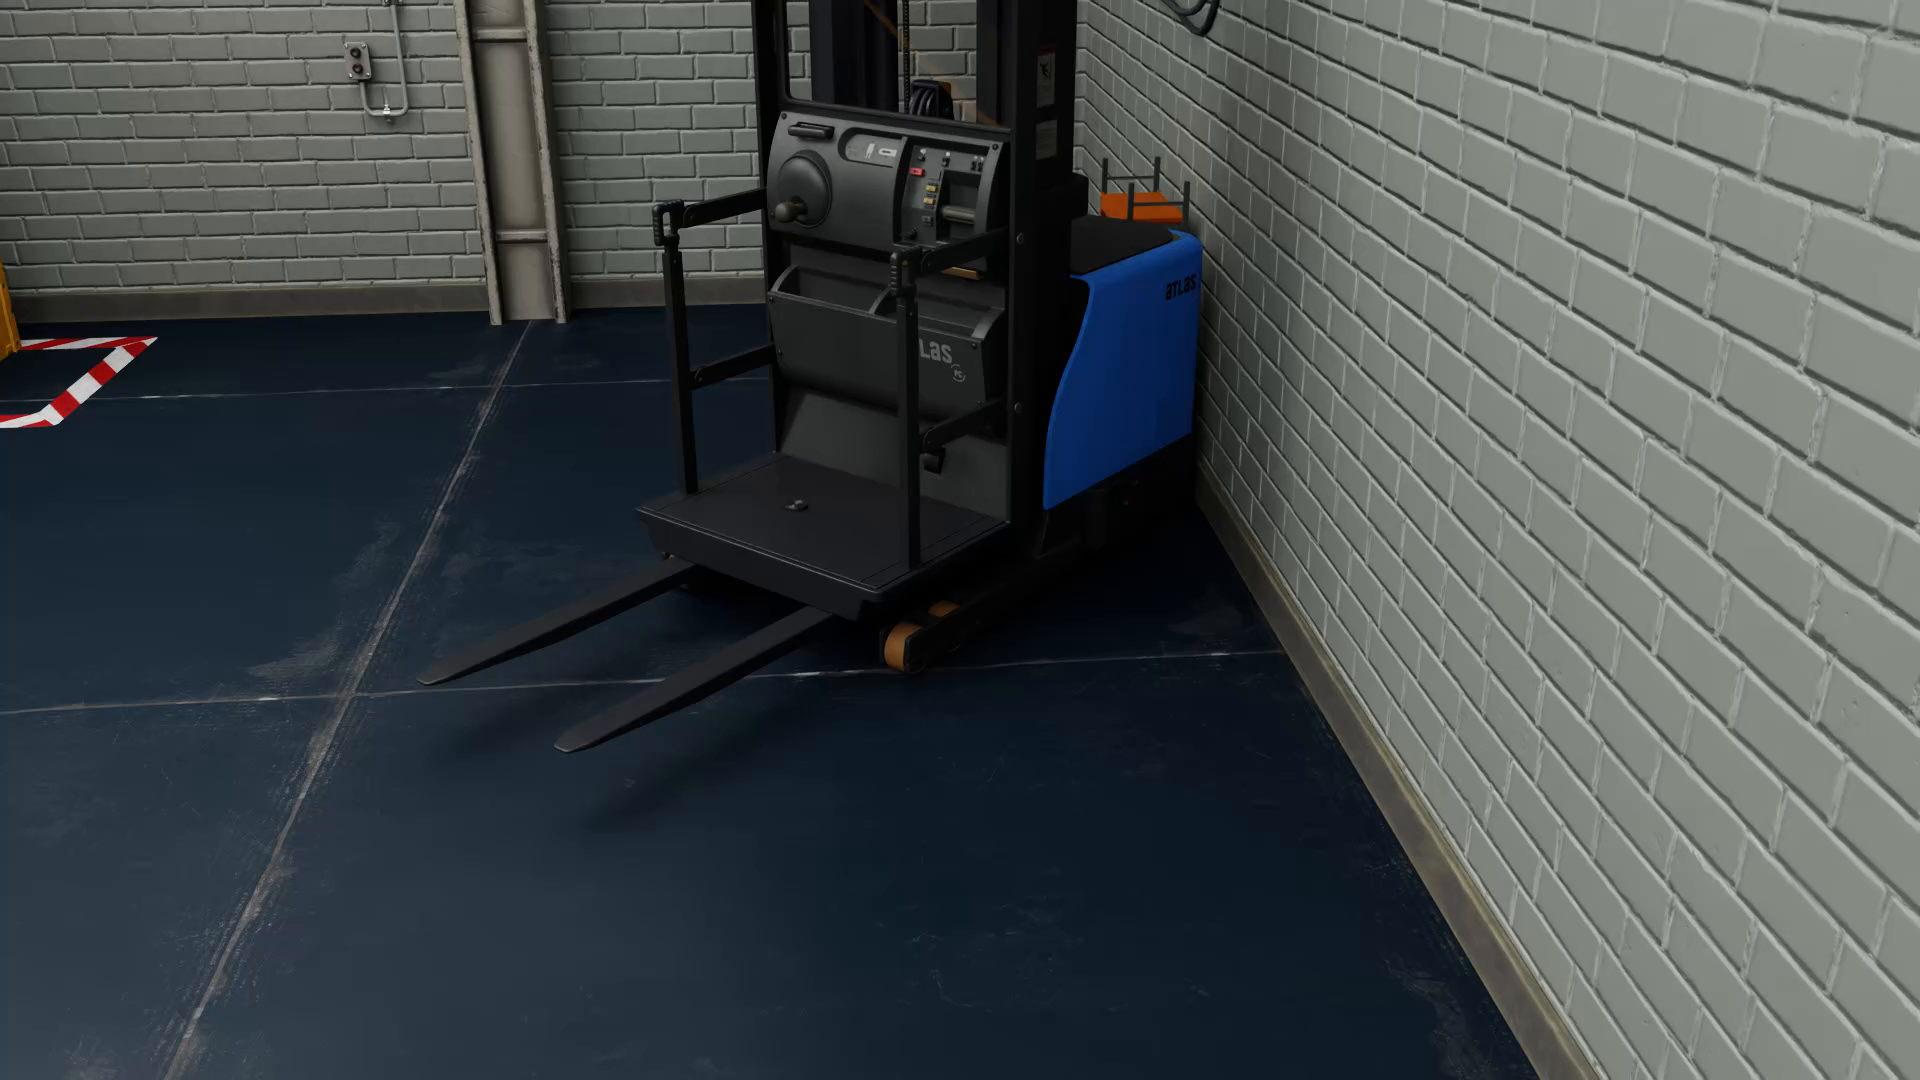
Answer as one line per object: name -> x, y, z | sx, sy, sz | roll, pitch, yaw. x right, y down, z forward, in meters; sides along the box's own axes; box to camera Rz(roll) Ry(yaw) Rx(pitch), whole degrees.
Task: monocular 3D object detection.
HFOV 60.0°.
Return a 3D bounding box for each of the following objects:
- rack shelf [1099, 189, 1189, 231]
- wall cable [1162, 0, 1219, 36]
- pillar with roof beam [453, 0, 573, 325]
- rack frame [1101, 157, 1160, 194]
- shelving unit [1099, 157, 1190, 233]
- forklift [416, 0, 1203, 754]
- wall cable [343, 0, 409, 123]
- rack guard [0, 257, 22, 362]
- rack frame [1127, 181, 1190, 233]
rack shelf -> 0.735, -1.283, 6.692 | 0.258, 0.148, 0.480 | -3, 24, -7
wall cable -> 0.758, -3.527, 6.929 | 0.112, 2.526, 3.097 | -2, 24, -5
pillar with roof beam -> -1.881, -3.582, 3.229 | 0.400, 9.000, 9.100 | -2, 24, -5
rack frame -> 0.704, -1.022, 7.073 | 0.240, 1.200, 0.015 | -3, 24, -7
shelving unit -> 0.735, -0.924, 6.852 | 0.258, 1.200, 0.503 | -3, 24, -7
forklift -> -0.383, -1.138, 5.203 | 1.130, 2.935, 3.031 | 17, 29, 34
wall cable -> -3.725, -3.021, 8.102 | 1.851, 1.984, 0.084 | -2, 24, -5
rack guard -> -4.882, -0.982, 7.843 | 0.348, 0.500, 1.175 | -2, 24, -5
rack frame -> 0.766, -0.826, 6.630 | 0.240, 1.200, 0.015 | -3, 24, -7
